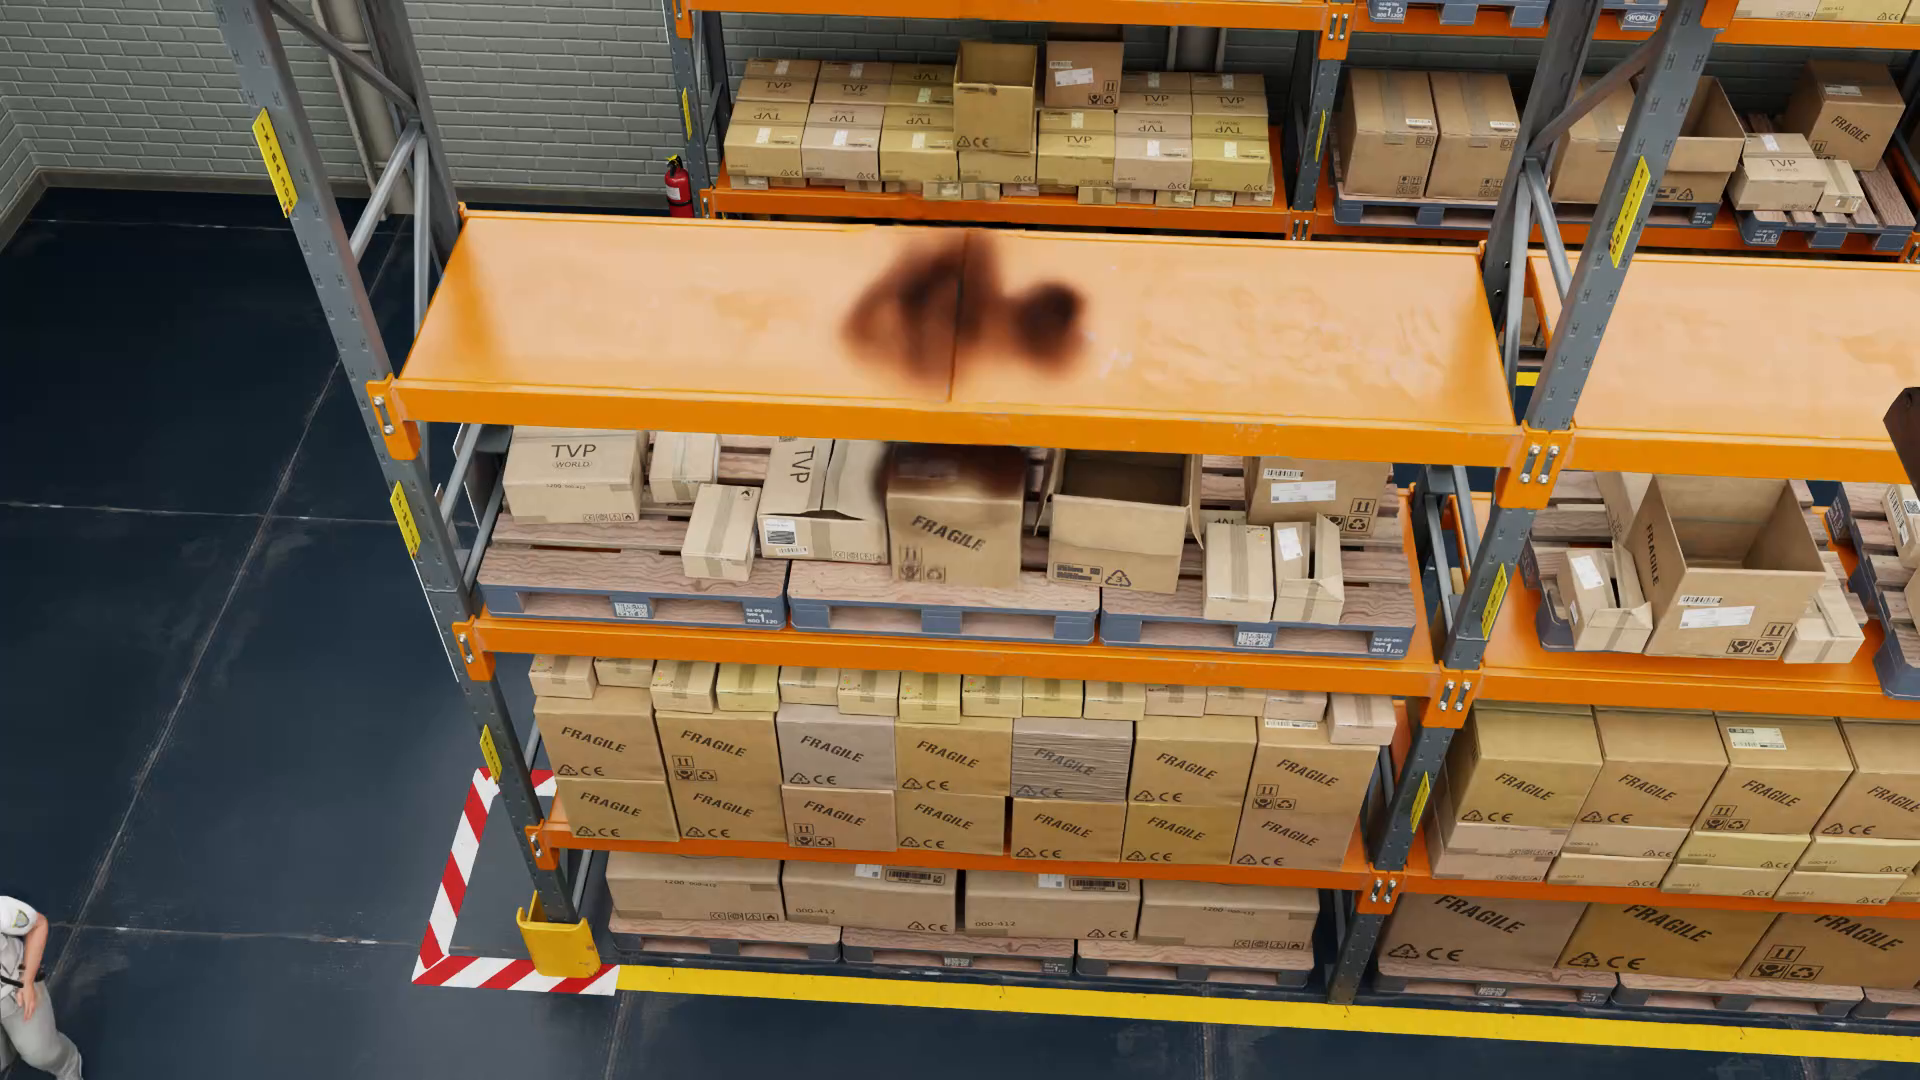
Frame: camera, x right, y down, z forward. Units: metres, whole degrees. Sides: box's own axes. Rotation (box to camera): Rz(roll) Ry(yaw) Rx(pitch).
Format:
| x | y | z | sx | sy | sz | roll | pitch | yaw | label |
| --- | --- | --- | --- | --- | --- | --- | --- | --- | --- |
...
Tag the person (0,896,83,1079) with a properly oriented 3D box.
| x | y | z | sx | sy | sz | roll | pitch | yaw | label |
| --- | --- | --- | --- | --- | --- | --- | --- | --- | --- |
| -4.498 | 2.040 | 7.723 | 0.663 | 1.730 | 0.629 | -13 | 49 | -11 | person |
